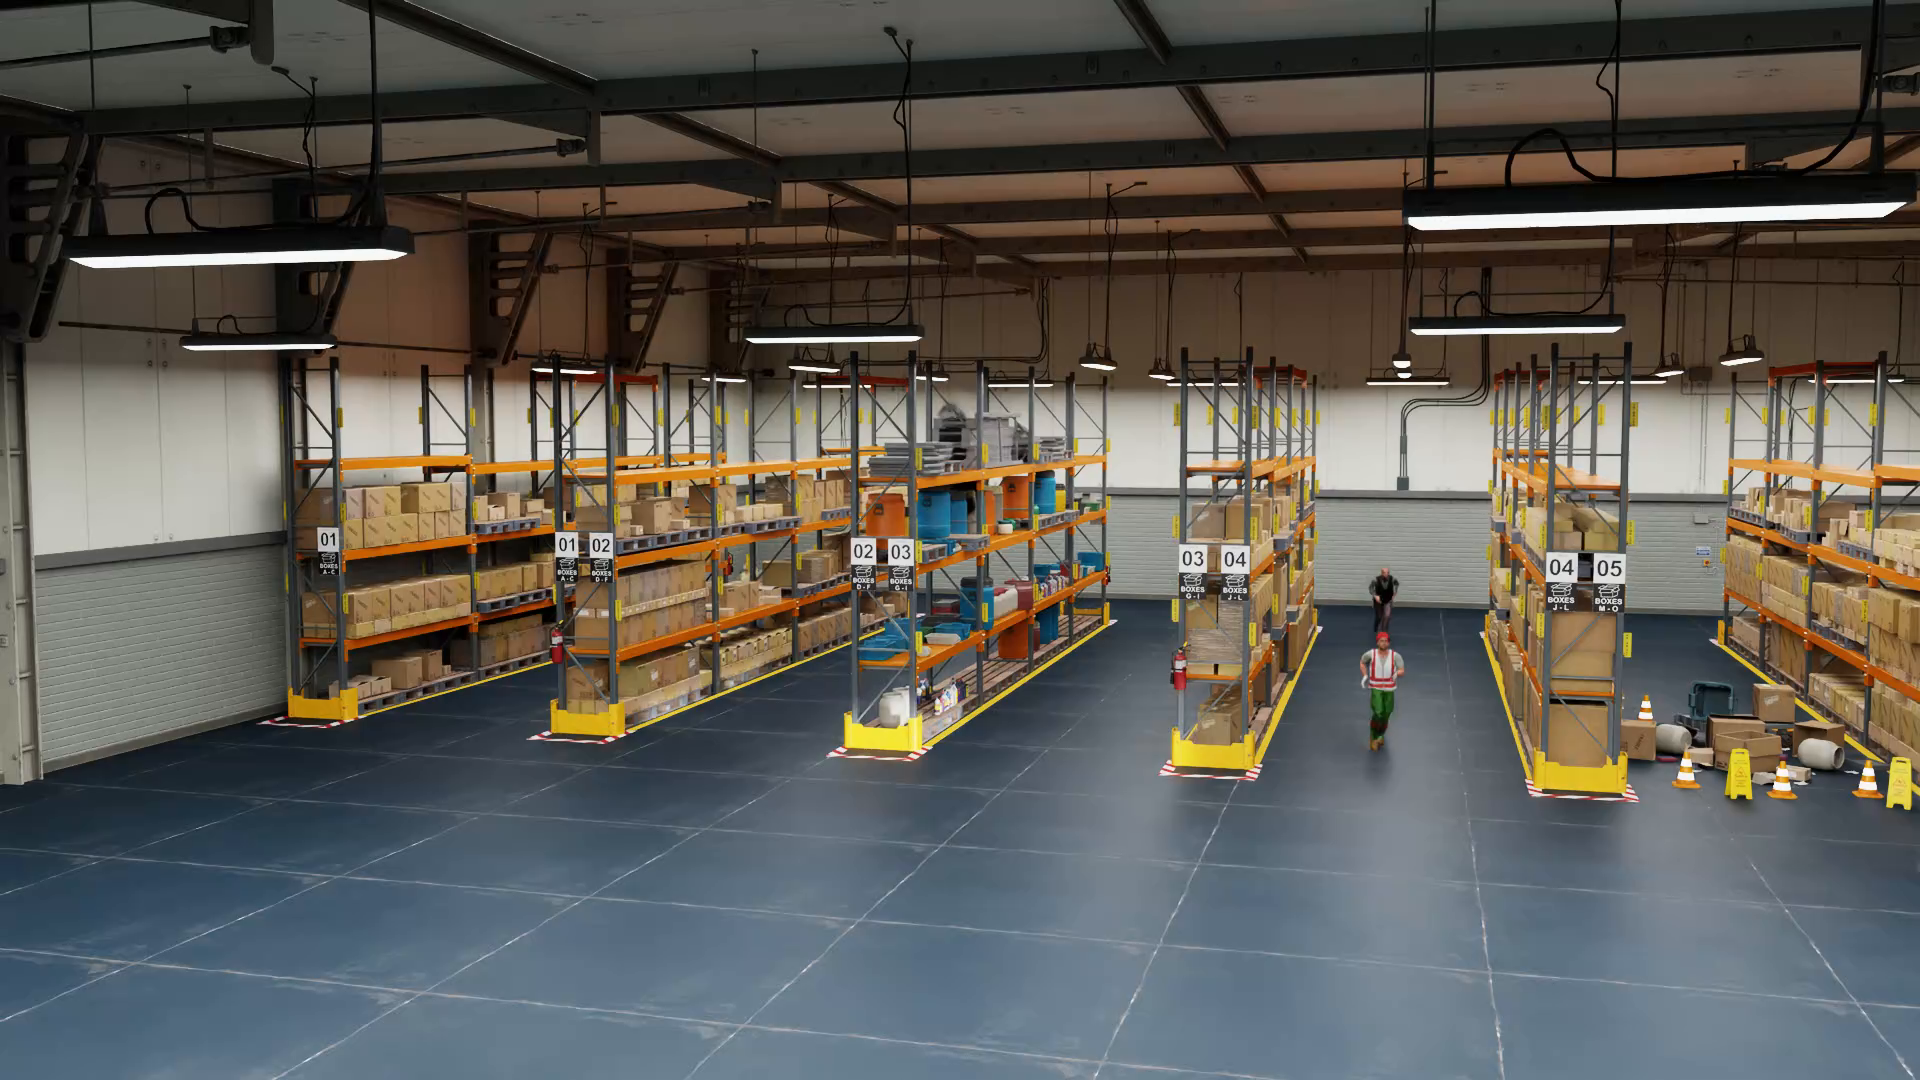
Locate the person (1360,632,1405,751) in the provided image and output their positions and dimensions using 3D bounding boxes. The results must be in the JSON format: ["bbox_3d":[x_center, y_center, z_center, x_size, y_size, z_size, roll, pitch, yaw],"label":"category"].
[{"bbox_3d":[6.371,2.275,25.047,0.632,1.797,0.730,0,4,5],"label":"person"}]

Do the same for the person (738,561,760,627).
[{"bbox_3d":[-4.995,1.304,39.229,0.578,1.632,0.694,1,4,8],"label":"person"}]

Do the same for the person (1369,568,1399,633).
[{"bbox_3d":[9.573,1.429,37.718,0.687,1.679,0.994,0,4,-1],"label":"person"}]
